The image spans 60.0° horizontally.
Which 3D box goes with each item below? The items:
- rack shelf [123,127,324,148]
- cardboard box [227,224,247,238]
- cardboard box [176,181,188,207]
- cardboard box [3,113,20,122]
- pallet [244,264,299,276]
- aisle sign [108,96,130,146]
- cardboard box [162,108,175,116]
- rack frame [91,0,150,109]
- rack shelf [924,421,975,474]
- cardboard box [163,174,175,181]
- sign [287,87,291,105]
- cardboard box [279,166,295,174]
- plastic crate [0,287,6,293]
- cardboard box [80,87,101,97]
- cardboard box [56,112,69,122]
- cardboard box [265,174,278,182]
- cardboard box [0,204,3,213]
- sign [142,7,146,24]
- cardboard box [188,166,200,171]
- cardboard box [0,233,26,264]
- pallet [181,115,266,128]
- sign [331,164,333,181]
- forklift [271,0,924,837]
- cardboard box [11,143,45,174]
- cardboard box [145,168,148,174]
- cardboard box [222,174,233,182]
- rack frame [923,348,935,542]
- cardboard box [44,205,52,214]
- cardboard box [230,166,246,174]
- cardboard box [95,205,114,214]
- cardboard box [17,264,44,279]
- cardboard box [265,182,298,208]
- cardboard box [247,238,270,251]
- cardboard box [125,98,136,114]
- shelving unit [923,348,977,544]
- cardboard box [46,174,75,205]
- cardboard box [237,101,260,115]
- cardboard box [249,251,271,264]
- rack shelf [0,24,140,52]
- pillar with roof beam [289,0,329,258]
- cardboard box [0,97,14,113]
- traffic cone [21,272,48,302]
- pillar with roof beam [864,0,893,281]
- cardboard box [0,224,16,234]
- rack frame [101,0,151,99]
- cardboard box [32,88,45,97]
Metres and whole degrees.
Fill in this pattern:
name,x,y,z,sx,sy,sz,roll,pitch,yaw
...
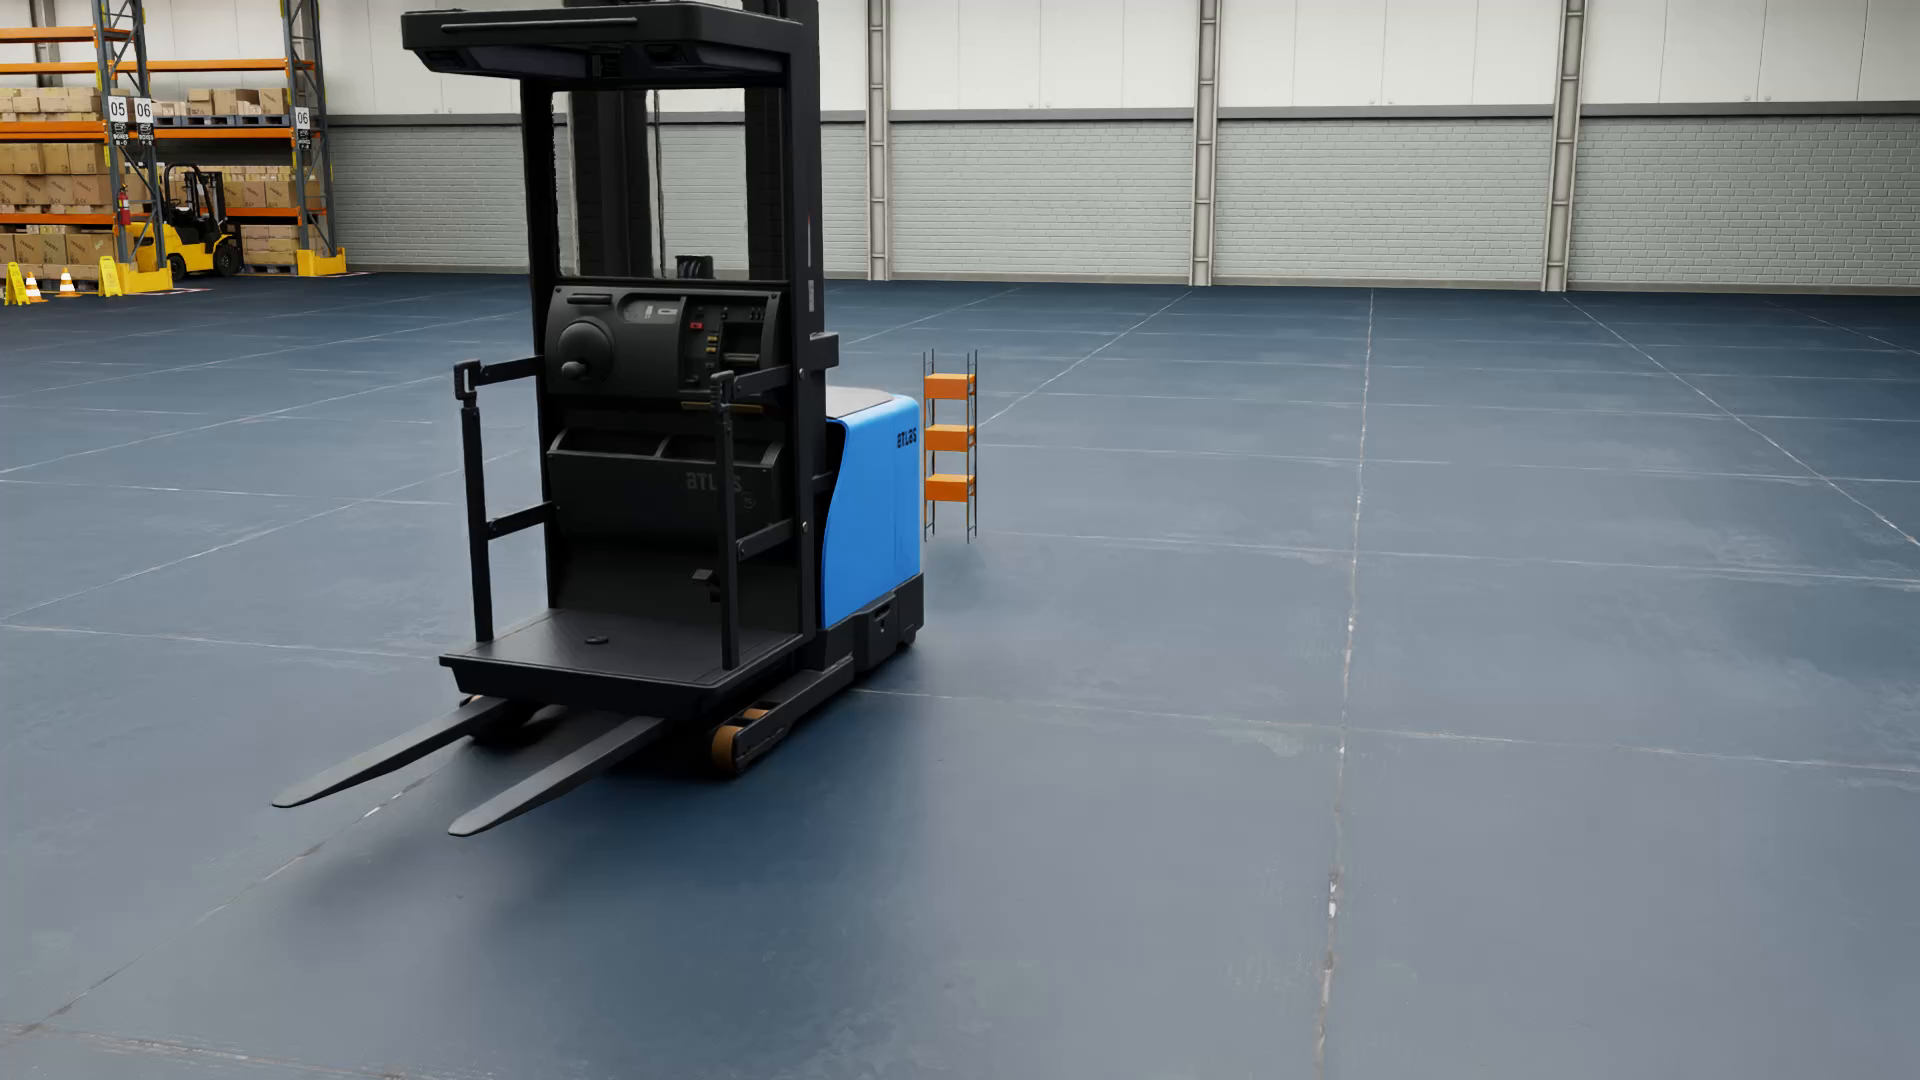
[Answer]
name,x,y,z,sx,sy,sz,roll,pitch,yaw
rack shelf,-14.632,-7.968,32.958,4.000,0.370,1.077,3,13,14
cardboard box,-14.202,-6.110,32.916,0.500,0.250,0.500,3,13,14
cardboard box,-15.204,-6.880,33.088,0.500,0.500,0.500,3,13,13
cardboard box,-15.791,-7.079,27.870,0.250,0.149,0.380,3,13,13
pallet,-13.443,-5.421,33.179,1.213,0.211,1.003,3,13,14
aisle sign,-13.885,-6.912,27.461,0.004,0.787,0.394,3,13,14
cardboard box,-15.465,-8.427,32.747,0.250,0.149,0.380,3,13,15
rack frame,-13.876,-8.636,27.382,0.127,3.000,1.000,3,13,14
rack shelf,-0.052,-0.505,9.135,0.240,0.259,0.215,3,13,14
cardboard box,-15.594,-7.203,33.047,0.250,0.149,0.380,3,13,15
sign,-12.834,-8.496,31.814,0.005,0.325,0.100,3,13,14
cardboard box,-13.089,-7.236,32.508,0.250,0.149,0.380,3,13,14
plastic crate,-16.432,-4.235,28.139,0.583,0.080,0.402,-1,13,-6
cardboard box,-14.275,-7.394,27.447,0.250,0.149,0.380,3,13,14
cardboard box,-14.789,-7.036,27.674,0.250,0.149,0.380,3,13,15
cardboard box,-13.349,-7.083,32.504,0.250,0.149,0.380,3,13,14
cardboard box,-16.291,-5.640,28.309,0.250,0.149,0.380,3,13,14
sign,-16.417,-10.536,33.425,0.005,0.325,0.100,3,13,14
cardboard box,-15.066,-7.340,32.978,0.250,0.149,0.380,3,13,13
cardboard box,-16.226,-5.004,28.508,0.500,0.500,0.500,4,13,16
pallet,-14.559,-8.277,32.896,1.213,0.211,1.003,3,13,14
sign,-12.552,-7.329,33.160,0.005,0.325,0.100,3,13,14
forklift,-1.145,-0.736,5.785,1.130,2.935,3.031,5,13,20
cardboard box,-15.434,-6.403,27.940,0.500,0.500,0.700,3,13,13
cardboard box,-16.056,-7.400,33.245,0.250,0.149,0.380,3,13,14
cardboard box,-14.345,-7.137,32.749,0.250,0.149,0.380,3,13,14
rack frame,-0.170,-0.522,9.161,0.008,1.050,0.200,3,13,14
cardboard box,-15.279,-5.616,28.203,0.250,0.149,0.380,3,13,14
cardboard box,-14.099,-7.269,32.657,0.250,0.149,0.380,3,13,15
cardboard box,-14.290,-5.559,27.944,0.250,0.149,0.380,4,13,15
cardboard box,-15.736,-4.610,28.464,0.500,0.250,0.500,3,13,12
cardboard box,-13.231,-6.770,32.593,0.500,0.500,0.500,3,13,12
cardboard box,-13.722,-5.846,32.881,0.500,0.250,0.500,3,13,13
cardboard box,-14.300,-7.326,28.061,0.500,0.250,0.500,3,13,13
shelving unit,-0.052,-0.515,9.133,0.252,1.050,0.215,3,13,14
cardboard box,-14.954,-5.898,27.976,0.500,0.500,0.500,3,13,14
cardboard box,-13.814,-8.396,32.336,0.258,0.266,0.396,3,13,14
cardboard box,-13.703,-5.600,32.926,0.500,0.250,0.500,3,13,14
rack shelf,-15.818,-8.387,27.928,4.000,0.370,1.077,3,13,14
pillar with roof beam,-14.182,-9.000,29.025,0.400,9.000,9.100,3,13,14
cardboard box,-15.921,-7.291,27.907,0.500,0.250,0.500,3,13,14
traffic cone,-14.538,-3.969,26.053,0.334,0.463,0.336,3,13,14
pillar with roof beam,-2.531,-8.378,26.218,0.400,9.000,9.100,3,13,14
cardboard box,-16.383,-5.314,28.410,0.250,0.149,0.380,4,13,17
rack frame,-16.574,-9.887,33.023,0.127,3.000,1.000,3,13,14
cardboard box,-15.238,-7.463,27.758,0.250,0.149,0.380,3,13,14
